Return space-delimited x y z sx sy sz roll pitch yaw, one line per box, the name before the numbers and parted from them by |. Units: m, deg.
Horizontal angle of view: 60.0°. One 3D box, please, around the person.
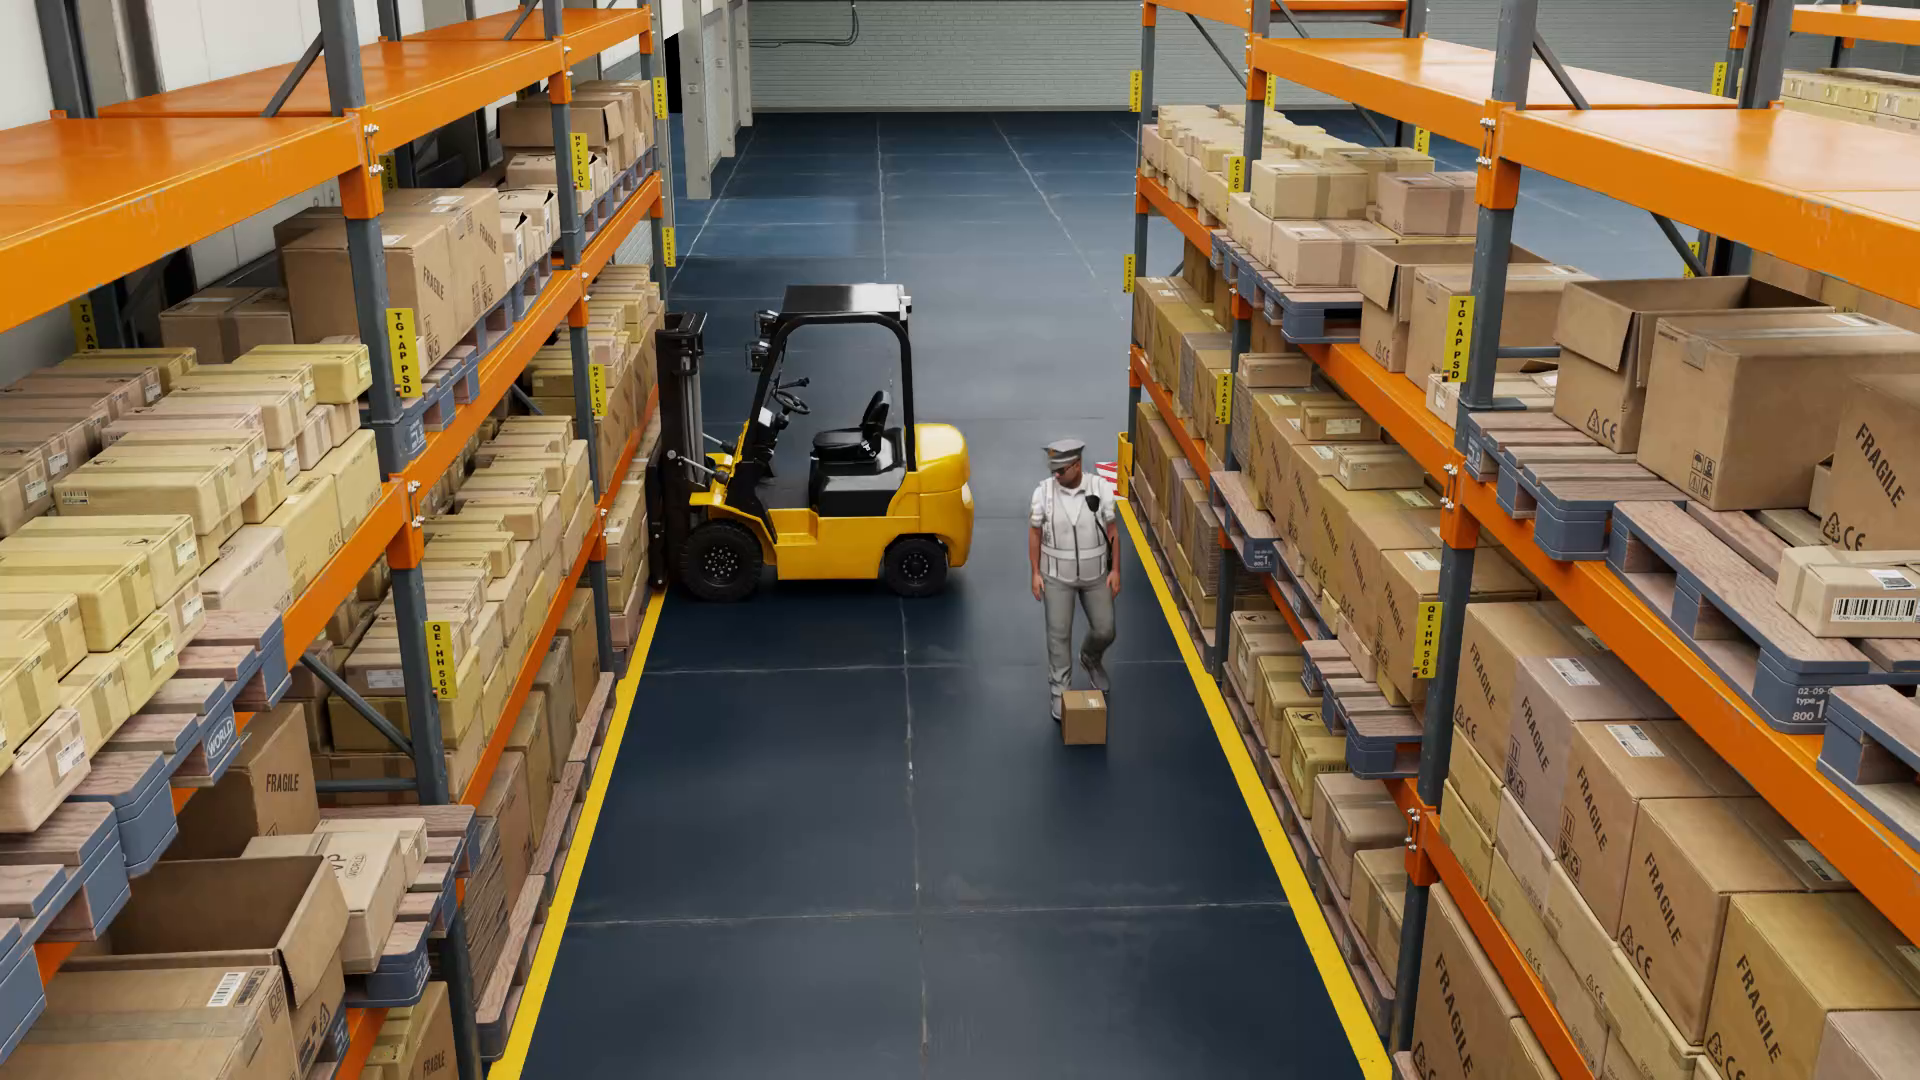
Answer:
person | 0.723 0.227 10.458 0.572 1.763 0.661 -1 20 -3
